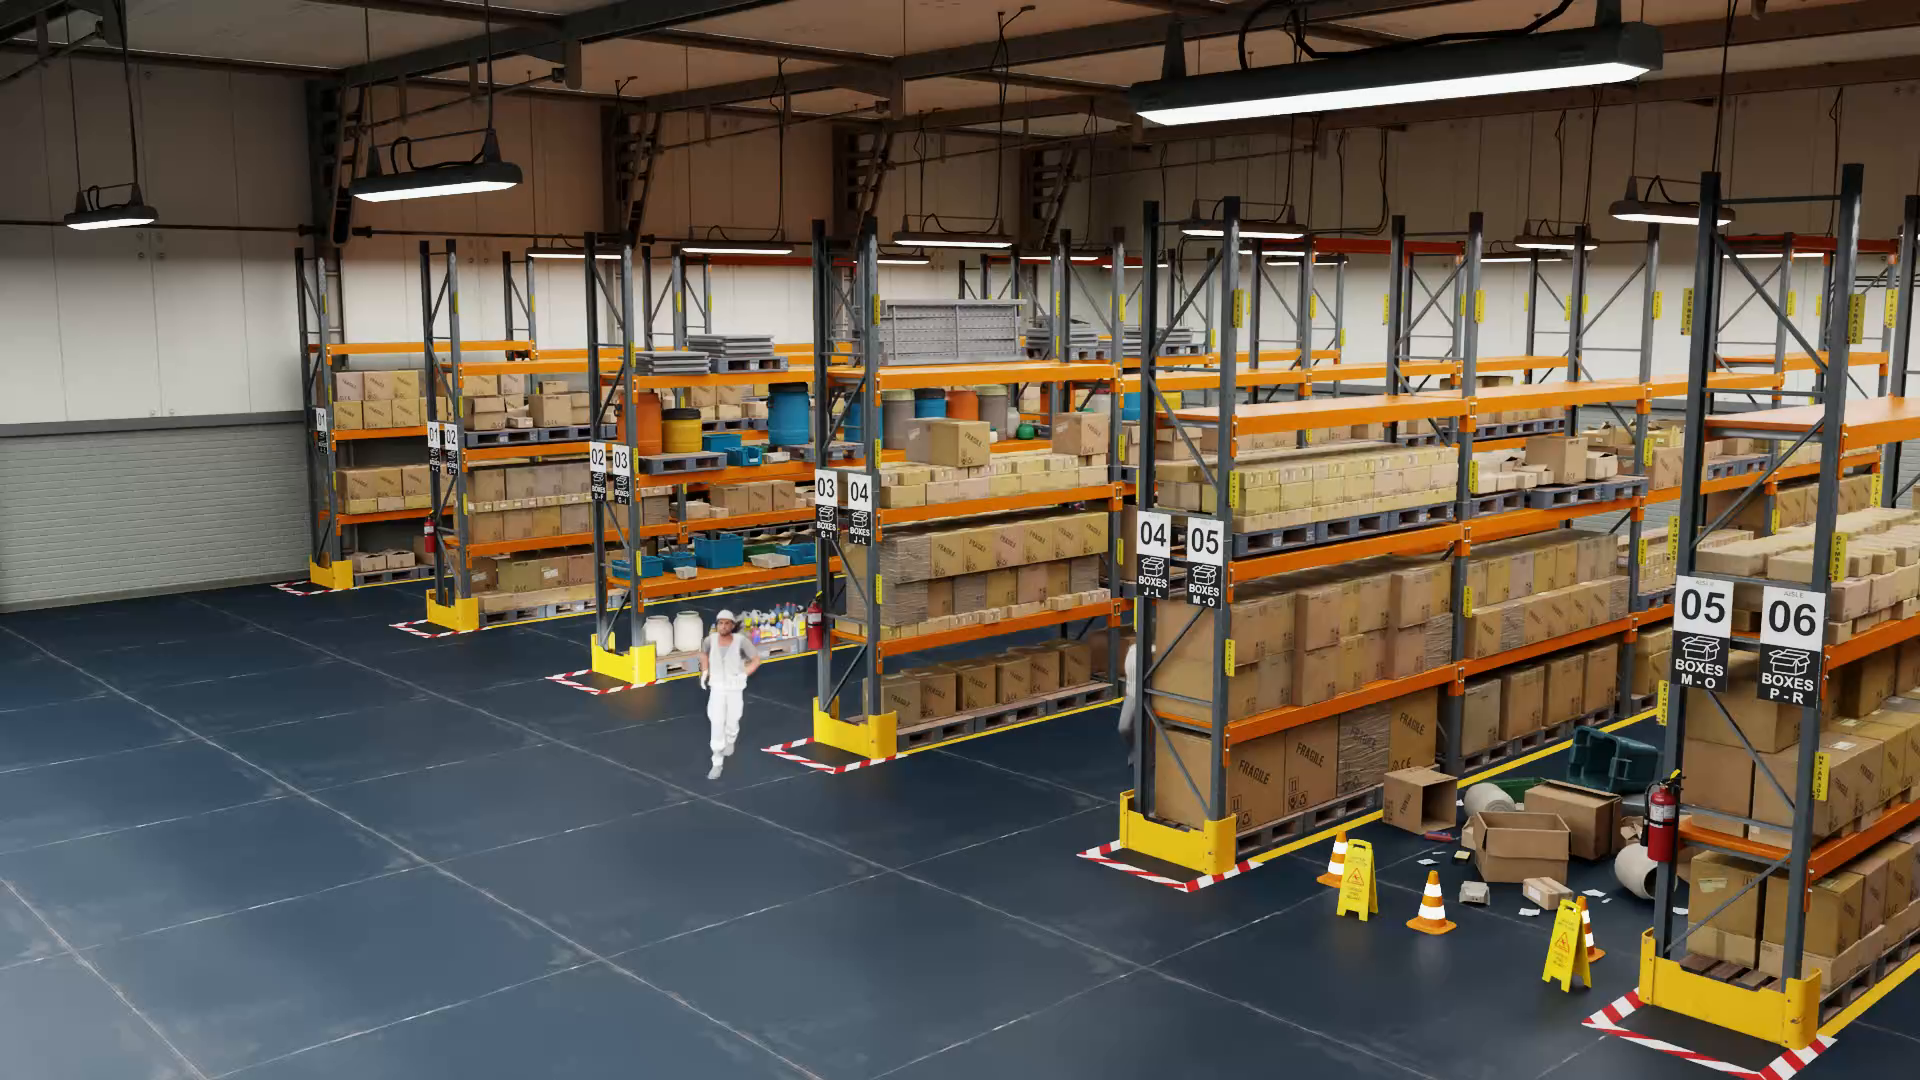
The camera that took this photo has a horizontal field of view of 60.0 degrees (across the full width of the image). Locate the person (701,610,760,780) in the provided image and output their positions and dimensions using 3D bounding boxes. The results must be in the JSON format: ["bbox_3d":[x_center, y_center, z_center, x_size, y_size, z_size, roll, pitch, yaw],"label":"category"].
[{"bbox_3d":[-2.502,1.629,18.164,0.664,1.804,0.868,0,8,1],"label":"person"}]

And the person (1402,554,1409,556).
[{"bbox_3d":[6.187,0.974,23.290,0.520,1.560,0.570,8,11,42],"label":"person"}]

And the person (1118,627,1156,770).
[{"bbox_3d":[1.961,1.701,18.080,0.585,1.668,0.582,6,10,35],"label":"person"}]
